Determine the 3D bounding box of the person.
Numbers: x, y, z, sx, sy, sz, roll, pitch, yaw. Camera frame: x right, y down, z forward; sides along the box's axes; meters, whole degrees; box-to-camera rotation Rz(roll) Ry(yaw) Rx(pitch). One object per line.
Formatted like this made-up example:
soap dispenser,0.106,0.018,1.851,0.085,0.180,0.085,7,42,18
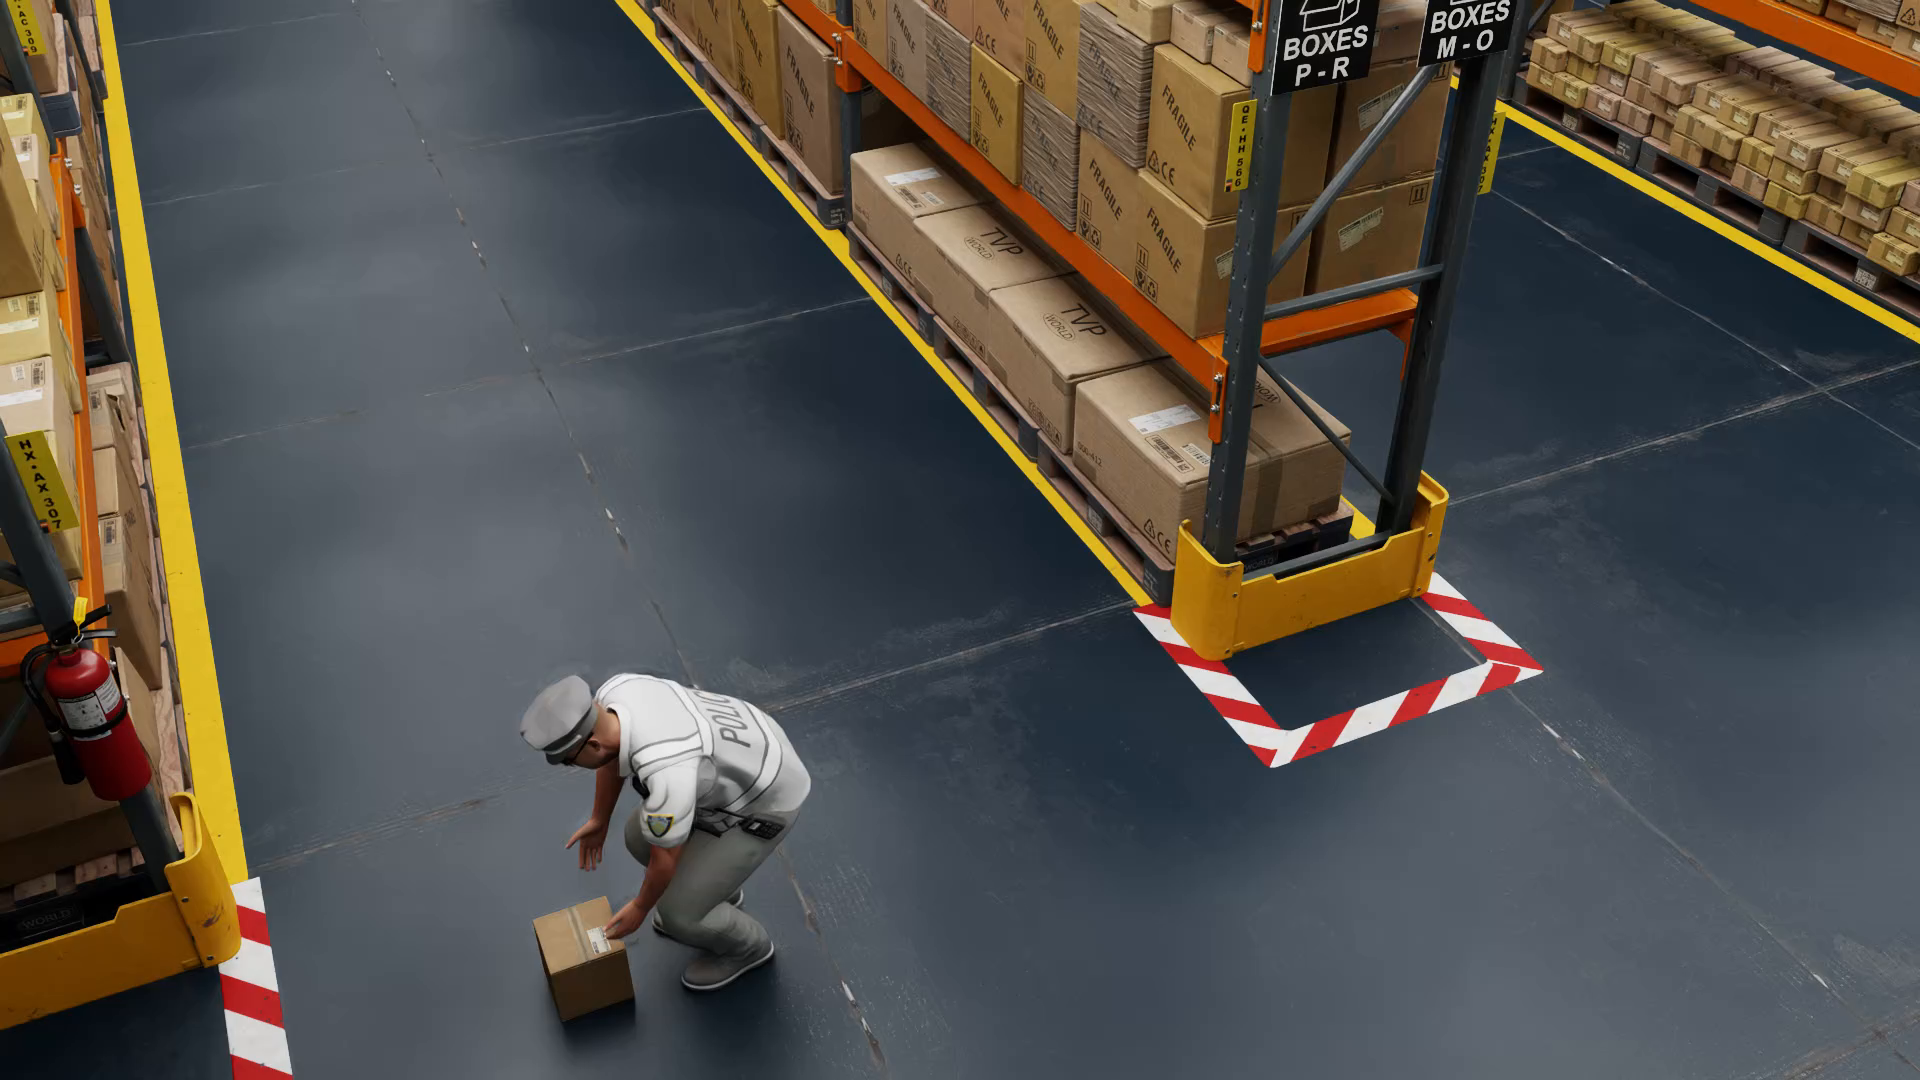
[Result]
person,-0.895,0.897,5.319,0.855,1.321,0.588,-16,40,-20
